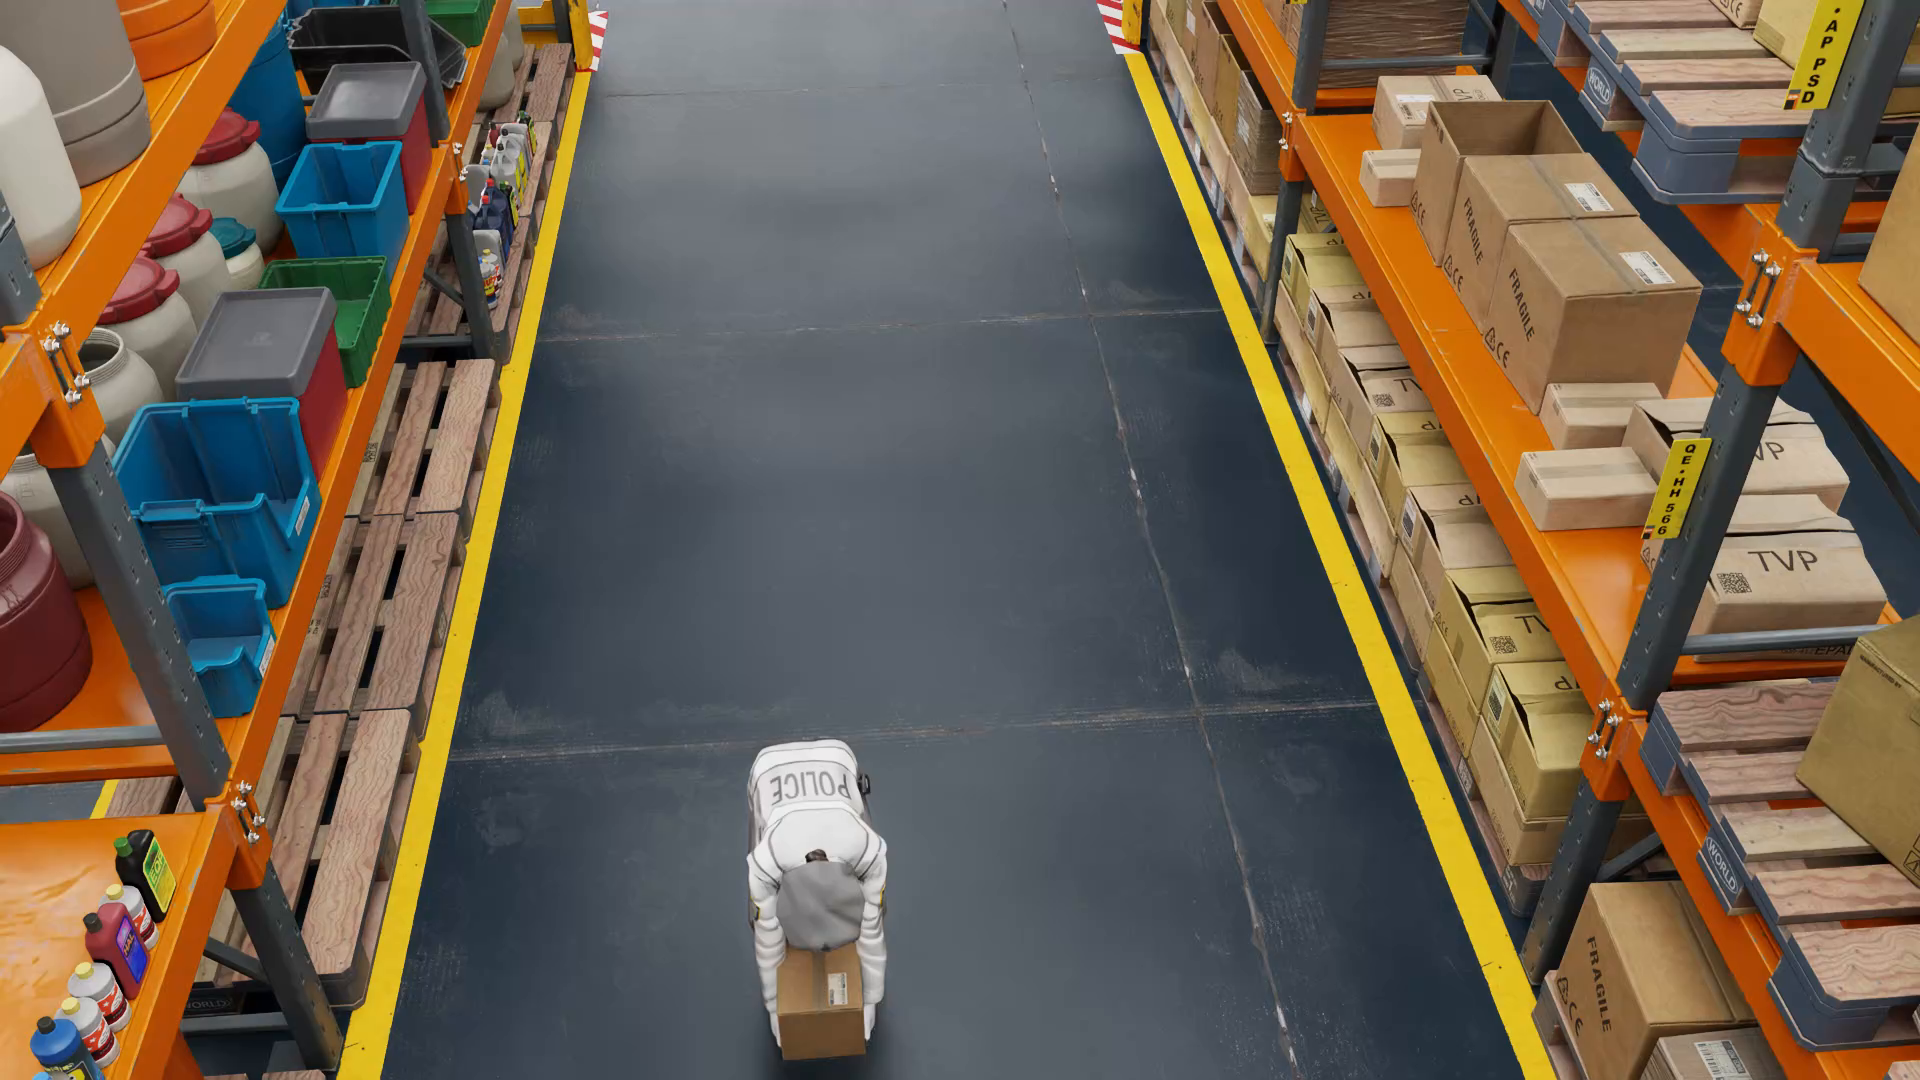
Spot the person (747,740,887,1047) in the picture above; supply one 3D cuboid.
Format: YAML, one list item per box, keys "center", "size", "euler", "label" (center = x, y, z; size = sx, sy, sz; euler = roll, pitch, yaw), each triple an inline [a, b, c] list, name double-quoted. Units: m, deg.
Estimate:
- center: [-0.439, 1.155, 5.155]
  size: [0.440, 1.148, 0.915]
  euler: [-5, 40, -6]
  label: "person"
